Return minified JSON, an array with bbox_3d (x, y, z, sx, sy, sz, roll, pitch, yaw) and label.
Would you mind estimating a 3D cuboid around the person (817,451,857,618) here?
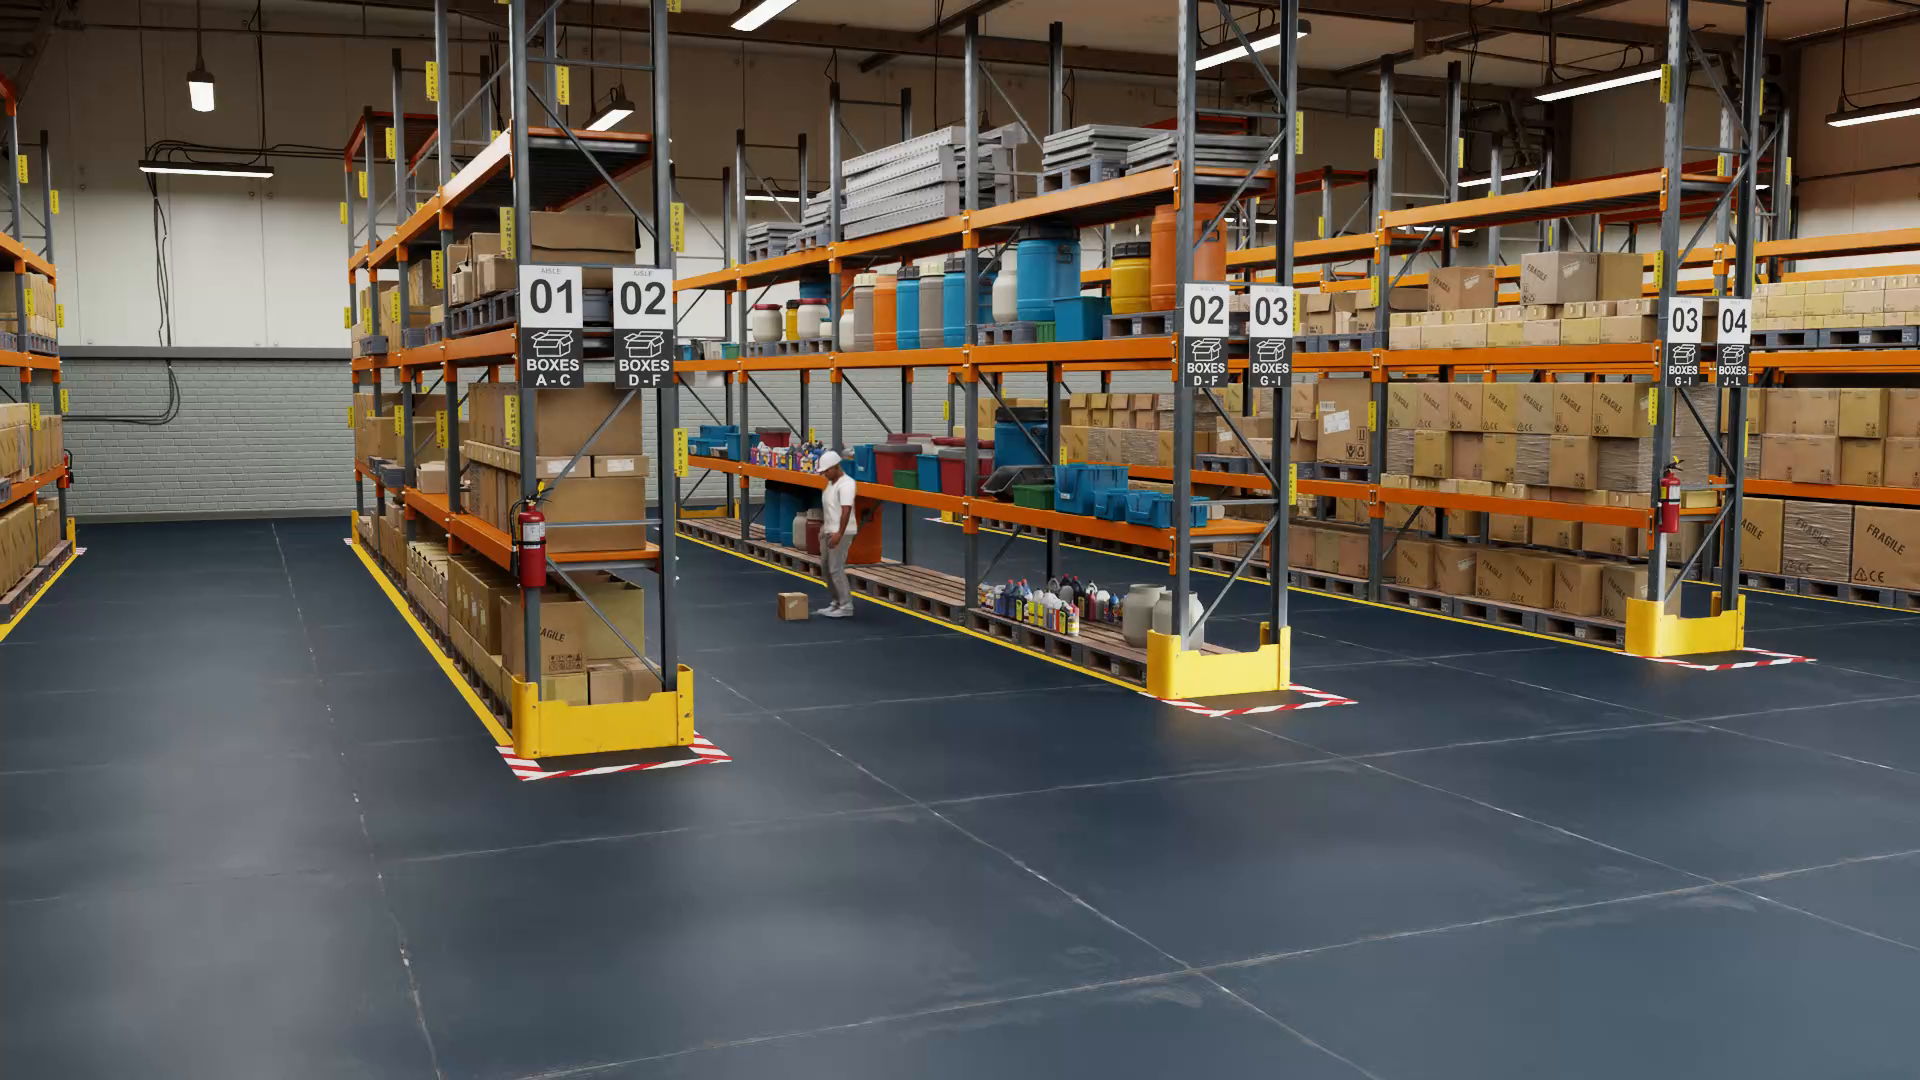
[{"bbox_3d":[-1.300,-0.063,17.467,0.409,1.738,0.581,-2,6,-22],"label":"person"}]
